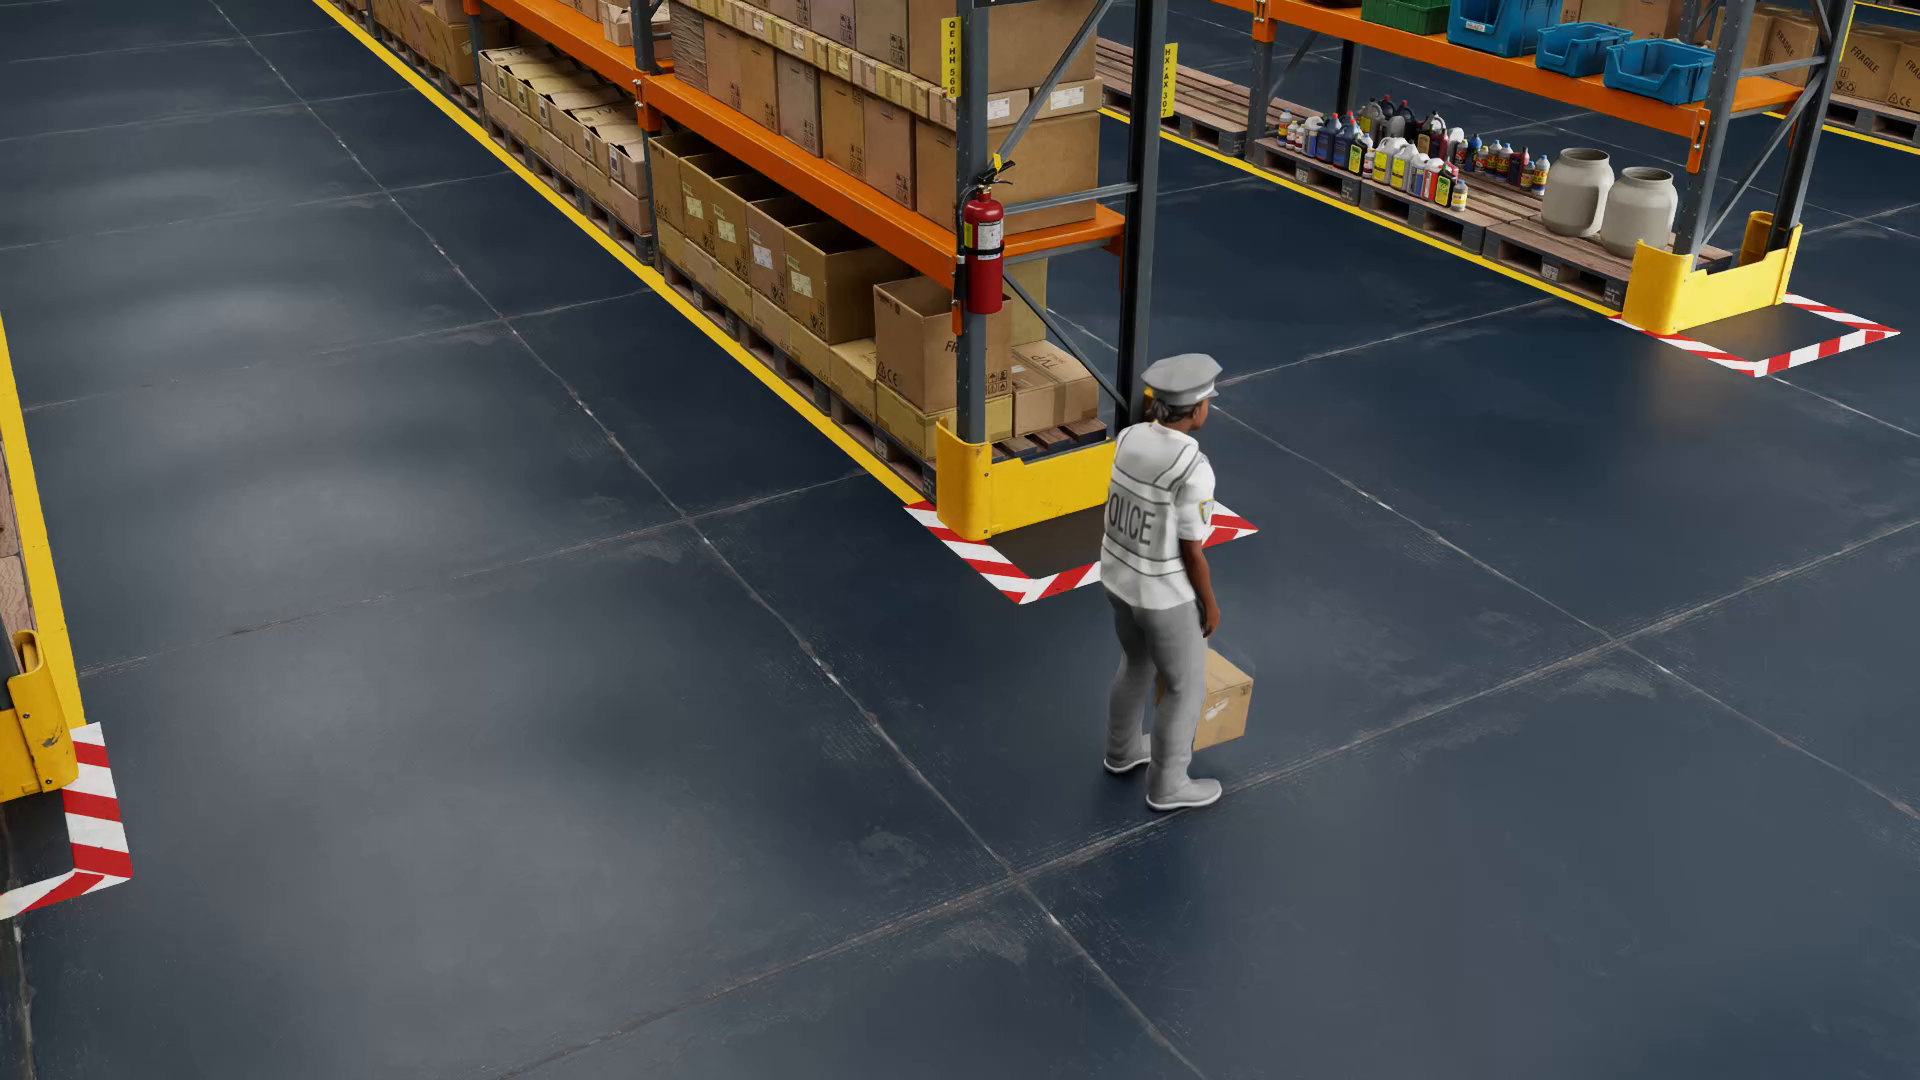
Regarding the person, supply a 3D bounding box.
[{"bbox_3d":[0.704,0.168,5.820,0.378,1.664,0.500,-17,33,-28],"label":"person"}]
